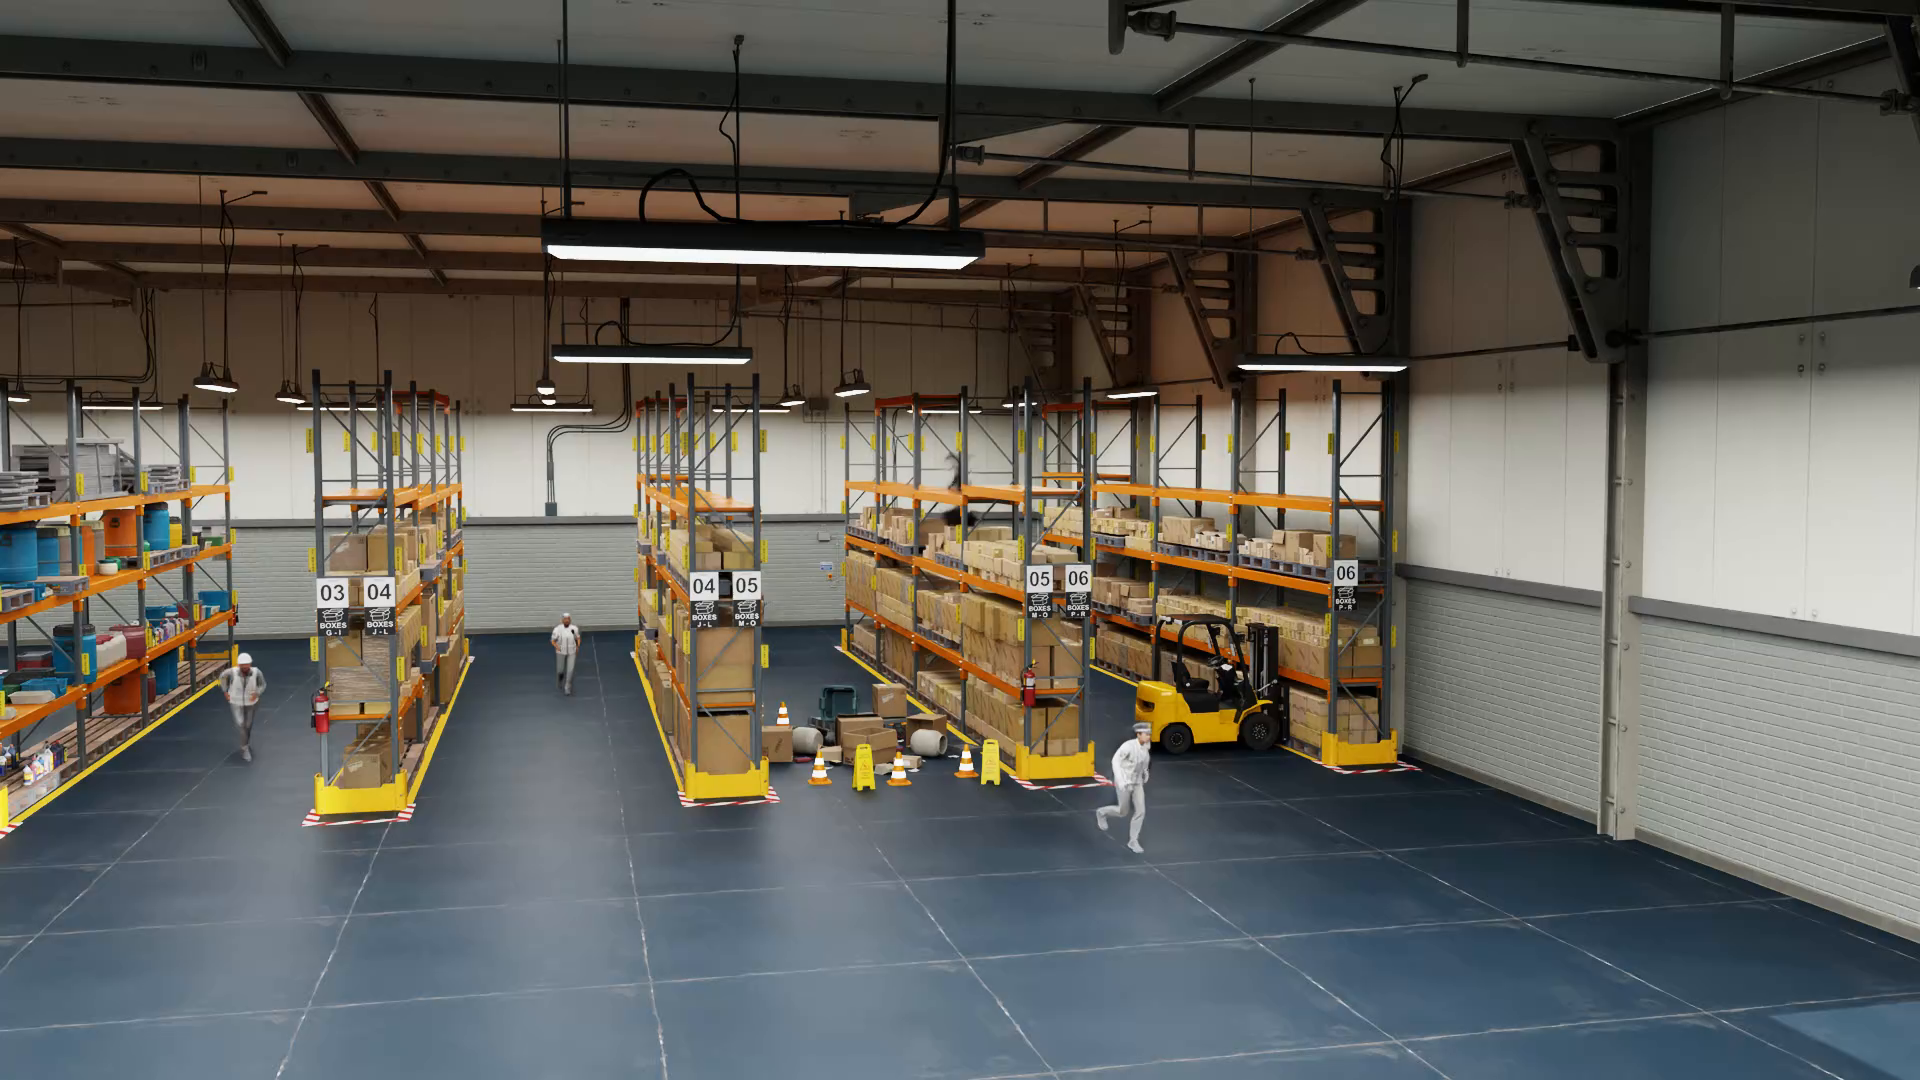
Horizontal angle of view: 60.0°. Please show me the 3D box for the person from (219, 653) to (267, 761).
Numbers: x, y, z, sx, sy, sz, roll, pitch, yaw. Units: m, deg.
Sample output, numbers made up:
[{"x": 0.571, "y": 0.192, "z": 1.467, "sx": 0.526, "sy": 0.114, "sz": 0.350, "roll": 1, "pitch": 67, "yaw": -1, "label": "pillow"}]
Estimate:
[{"x": -11.486, "y": 2.637, "z": 26.666, "sx": 0.697, "sy": 1.732, "sz": 1.050, "roll": -1, "pitch": 4, "yaw": -23, "label": "person"}]

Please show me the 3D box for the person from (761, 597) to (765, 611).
[{"x": -4.933, "y": 1.876, "z": 39.154, "sx": 0.933, "sy": 1.771, "sz": 0.698, "roll": 3, "pitch": 5, "yaw": 45, "label": "person"}]

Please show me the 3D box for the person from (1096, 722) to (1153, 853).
[{"x": 2.050, "y": 3.030, "z": 20.681, "sx": 0.875, "sy": 1.632, "sz": 0.623, "roll": 3, "pitch": 5, "yaw": 45, "label": "person"}]

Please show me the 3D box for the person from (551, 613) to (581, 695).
[{"x": -7.874, "y": 2.271, "z": 33.295, "sx": 0.595, "sy": 1.622, "sz": 0.512, "roll": -1, "pitch": 3, "yaw": -19, "label": "person"}]
